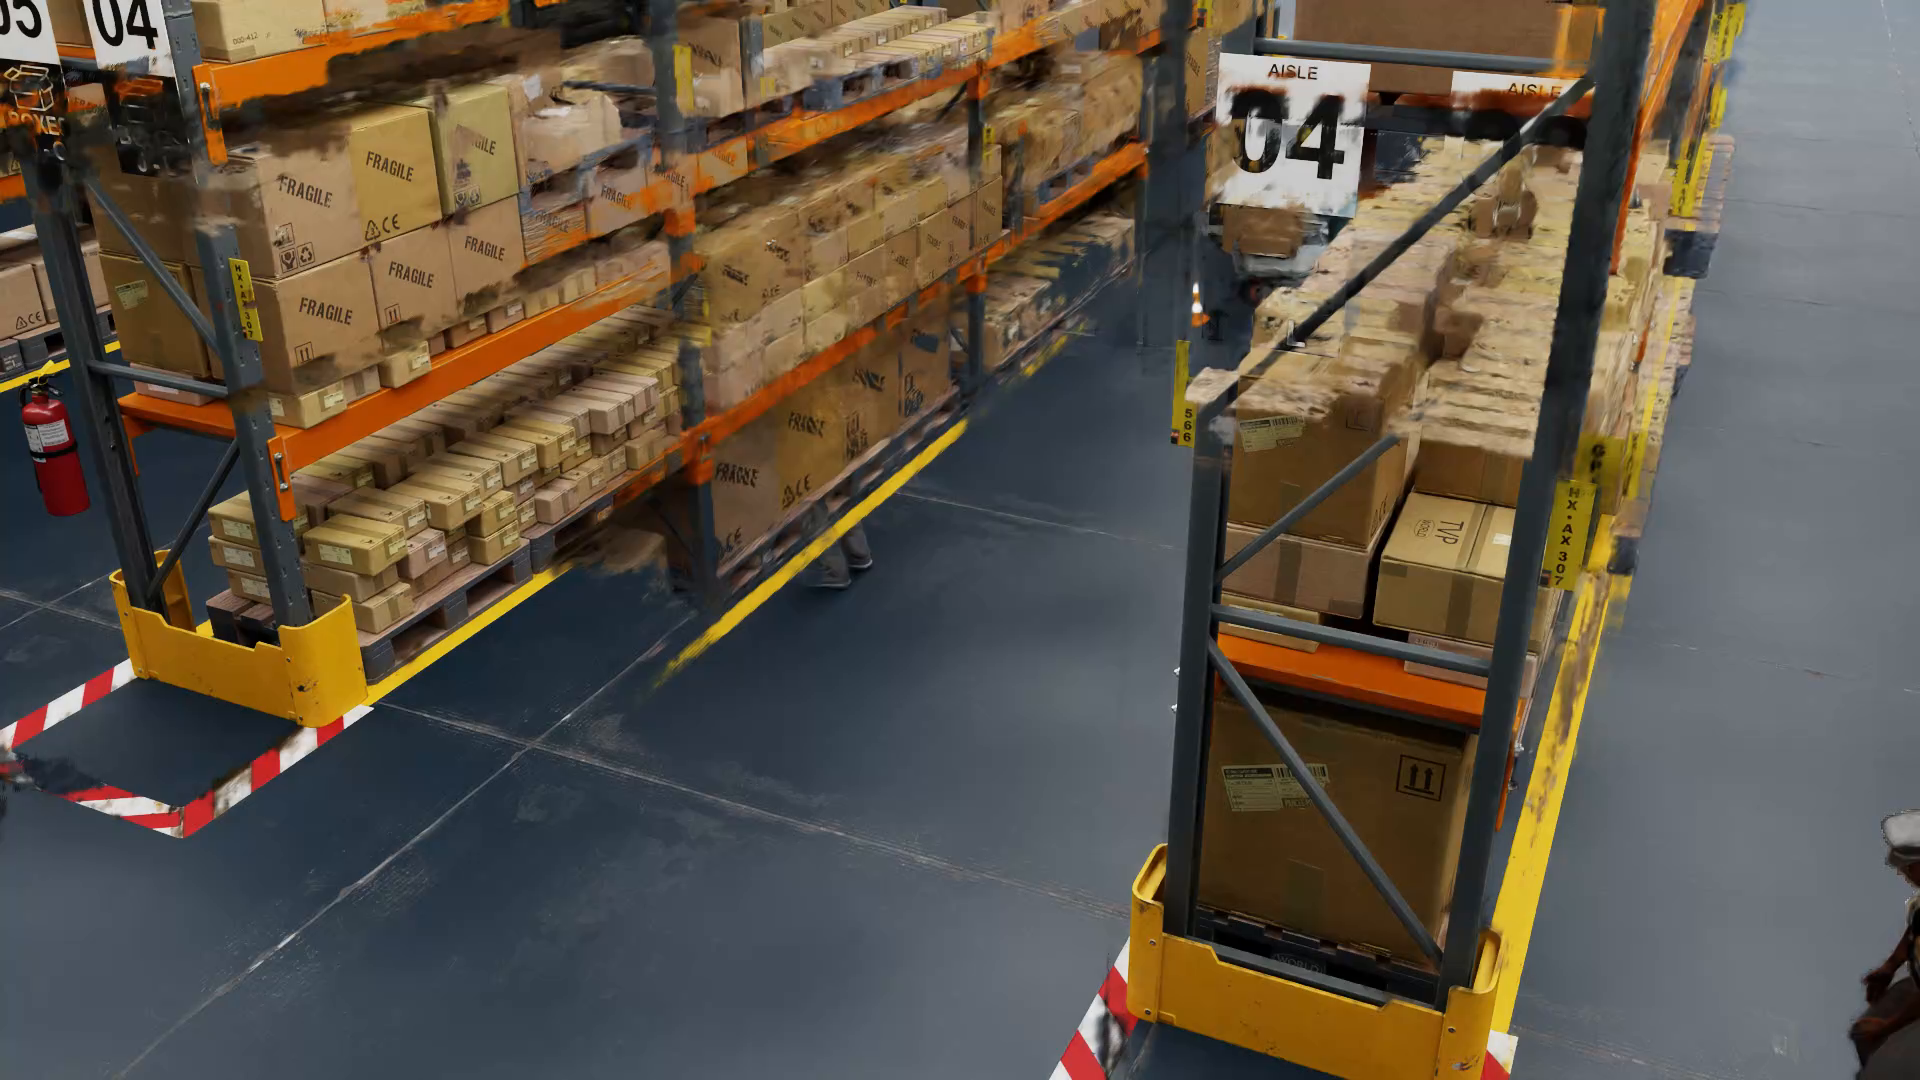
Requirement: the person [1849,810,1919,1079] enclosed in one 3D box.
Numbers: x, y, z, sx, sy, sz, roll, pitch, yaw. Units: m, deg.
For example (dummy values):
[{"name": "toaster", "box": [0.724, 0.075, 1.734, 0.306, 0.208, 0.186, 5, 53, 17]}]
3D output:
[{"name": "person", "box": [-0.689, -0.509, 8.271, 0.541, 1.563, 0.476, 12, 29, 23]}]
